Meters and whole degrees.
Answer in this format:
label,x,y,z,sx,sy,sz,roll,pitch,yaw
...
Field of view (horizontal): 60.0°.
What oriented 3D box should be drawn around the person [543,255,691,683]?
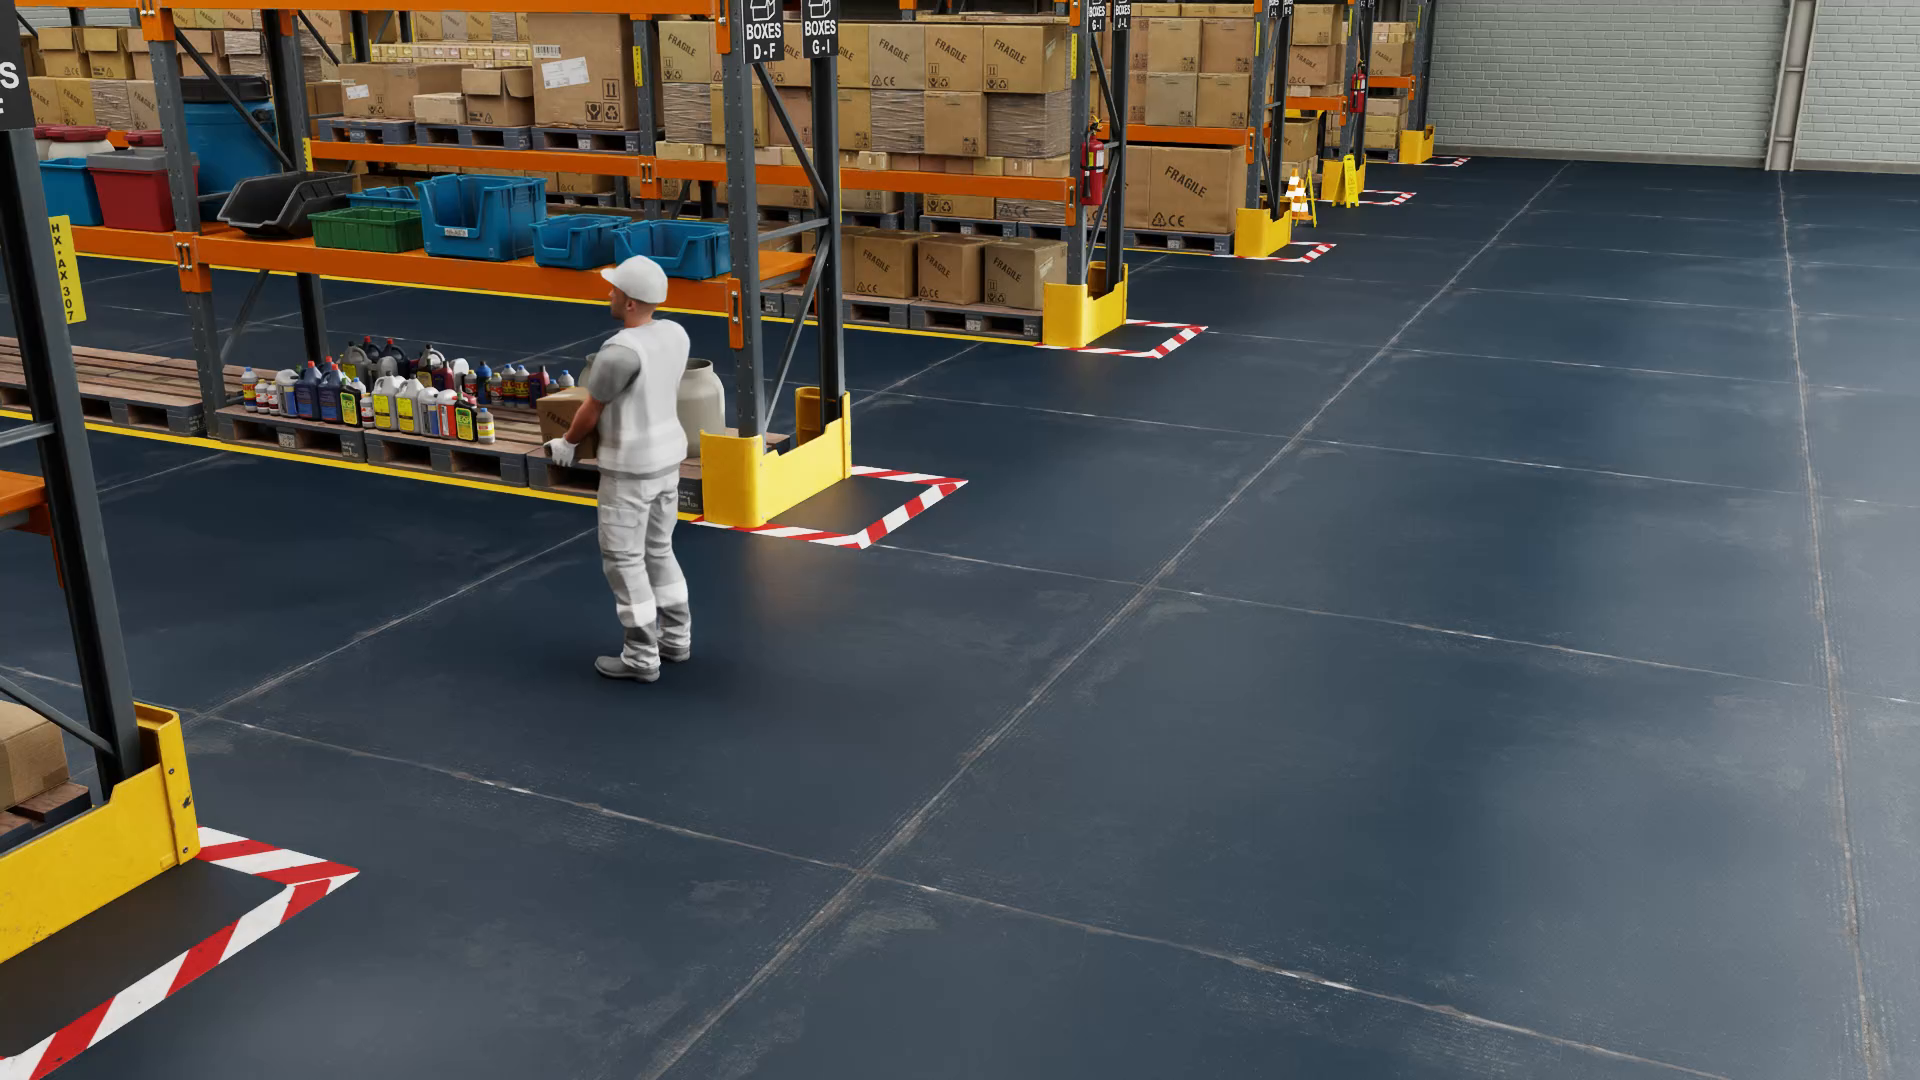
label,x,y,z,sx,sy,sz,roll,pitch,yaw
person,-1.422,-0.303,6.925,0.572,1.783,0.494,8,21,23
